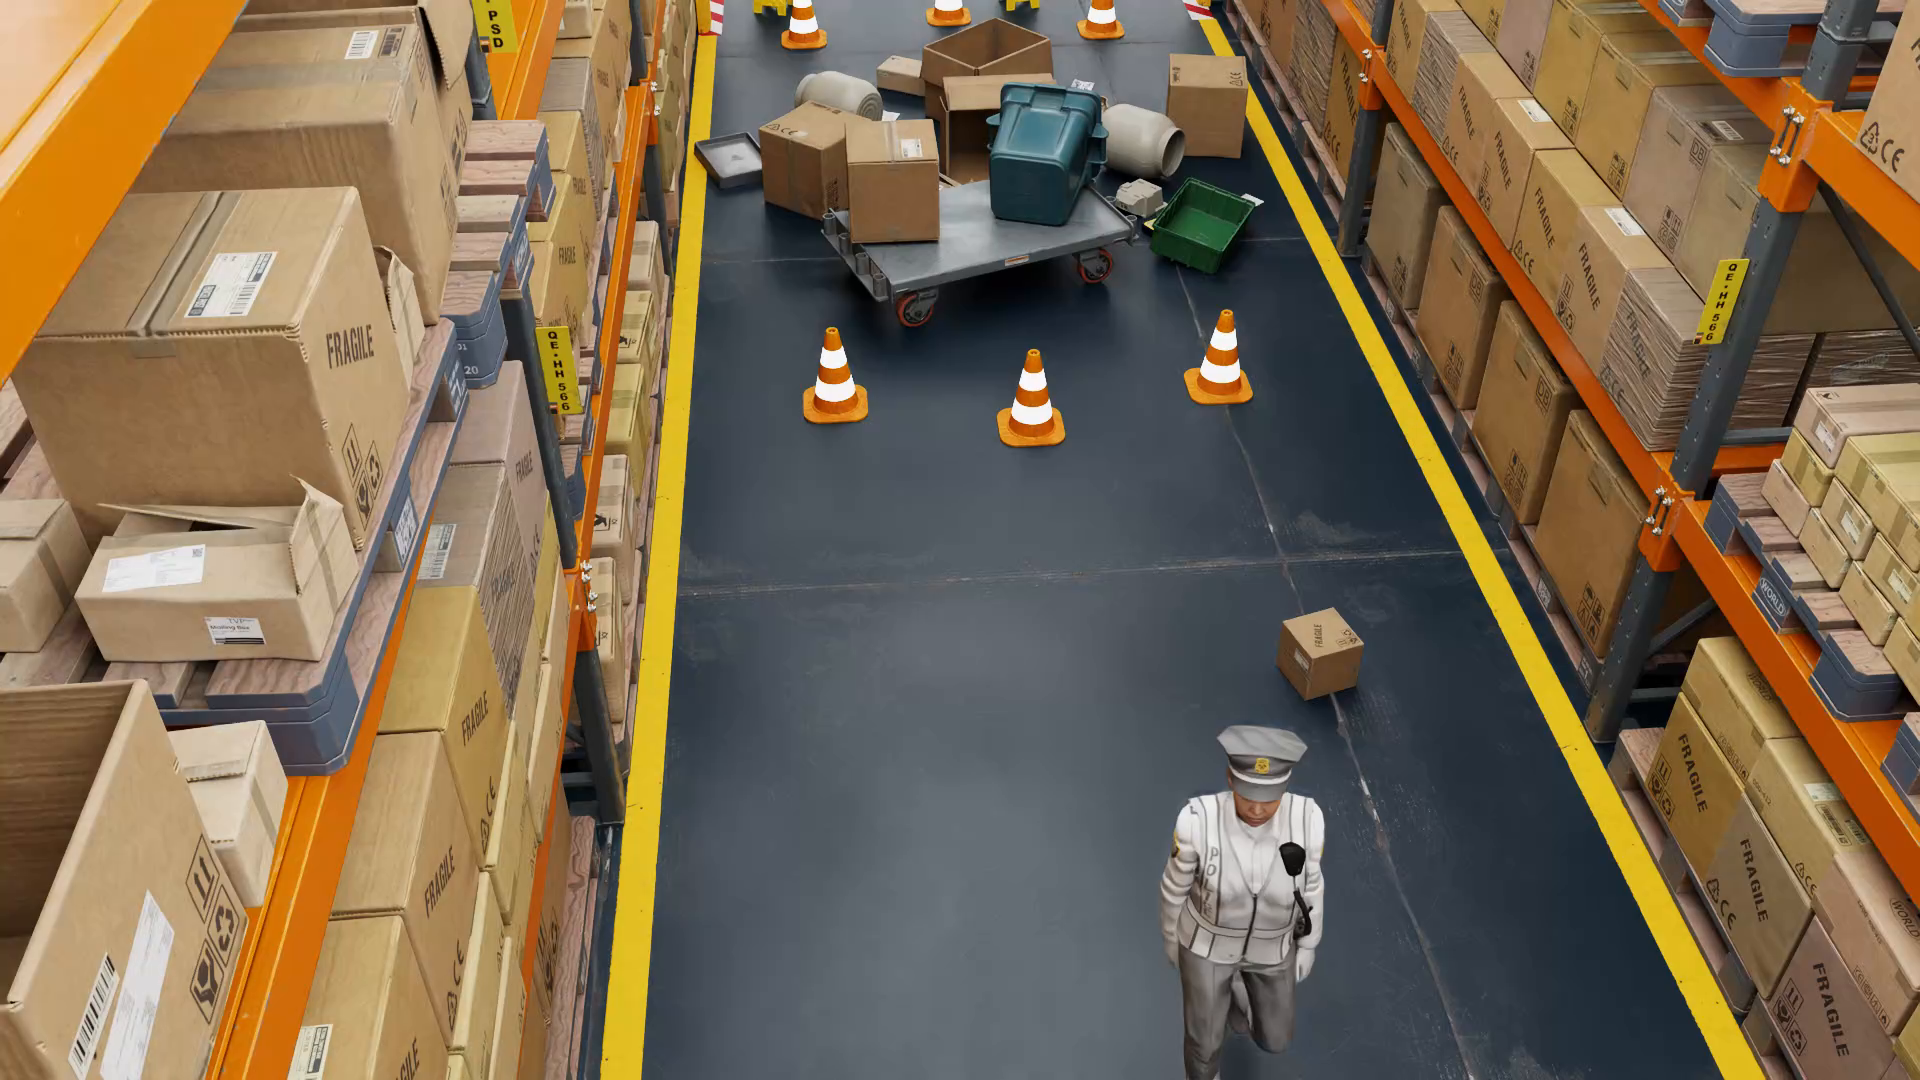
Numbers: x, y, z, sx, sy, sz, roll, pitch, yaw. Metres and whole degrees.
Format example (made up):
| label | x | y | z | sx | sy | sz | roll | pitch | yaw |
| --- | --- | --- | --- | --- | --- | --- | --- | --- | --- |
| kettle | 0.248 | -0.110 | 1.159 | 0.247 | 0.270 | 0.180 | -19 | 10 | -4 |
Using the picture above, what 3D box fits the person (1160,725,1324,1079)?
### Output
| label | x | y | z | sx | sy | sz | roll | pitch | yaw |
| --- | --- | --- | --- | --- | --- | --- | --- | --- | --- |
| person | 0.847 | 1.181 | 5.078 | 0.493 | 1.677 | 0.595 | 0 | 39 | 0 |
